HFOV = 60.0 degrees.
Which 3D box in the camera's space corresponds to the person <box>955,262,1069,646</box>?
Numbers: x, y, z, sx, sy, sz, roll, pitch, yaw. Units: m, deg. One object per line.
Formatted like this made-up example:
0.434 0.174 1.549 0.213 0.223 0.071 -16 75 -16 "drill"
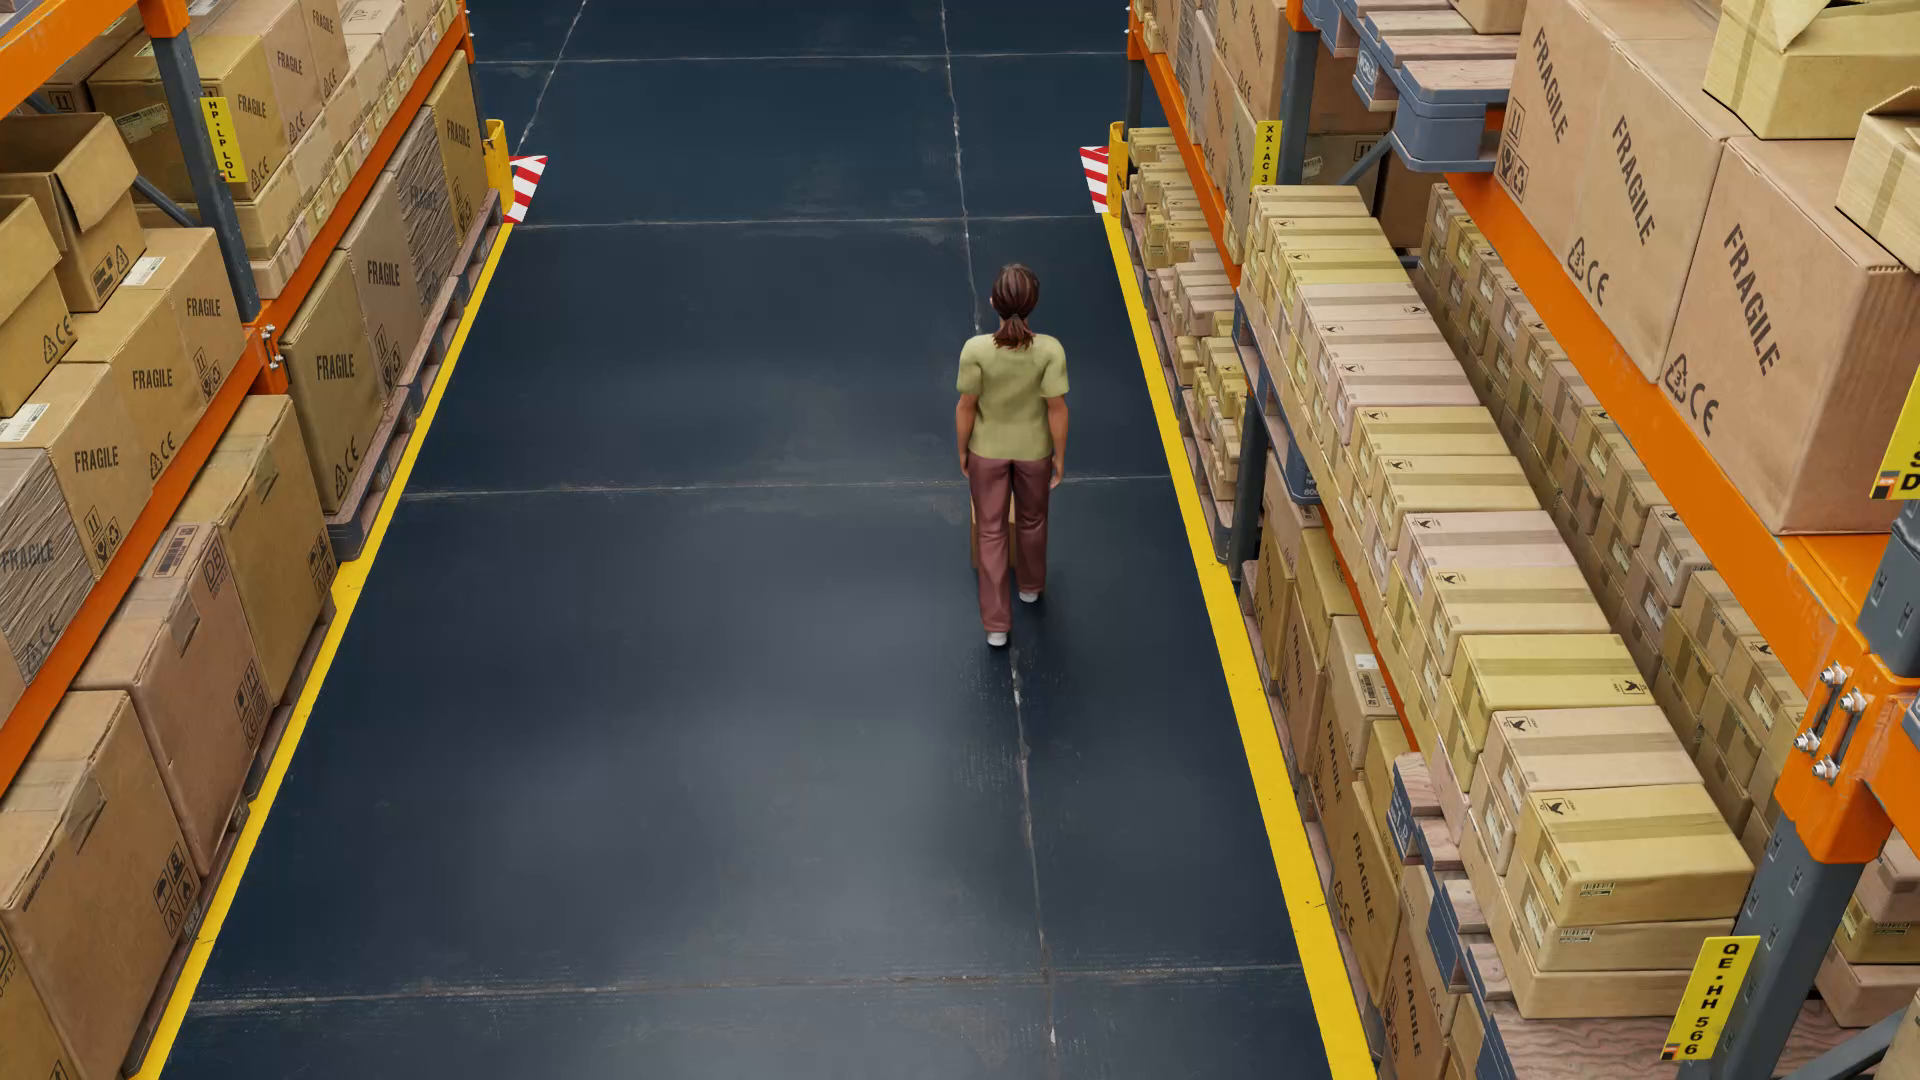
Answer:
0.195 -0.397 6.716 0.438 1.665 0.616 -2 35 -2 "person"
